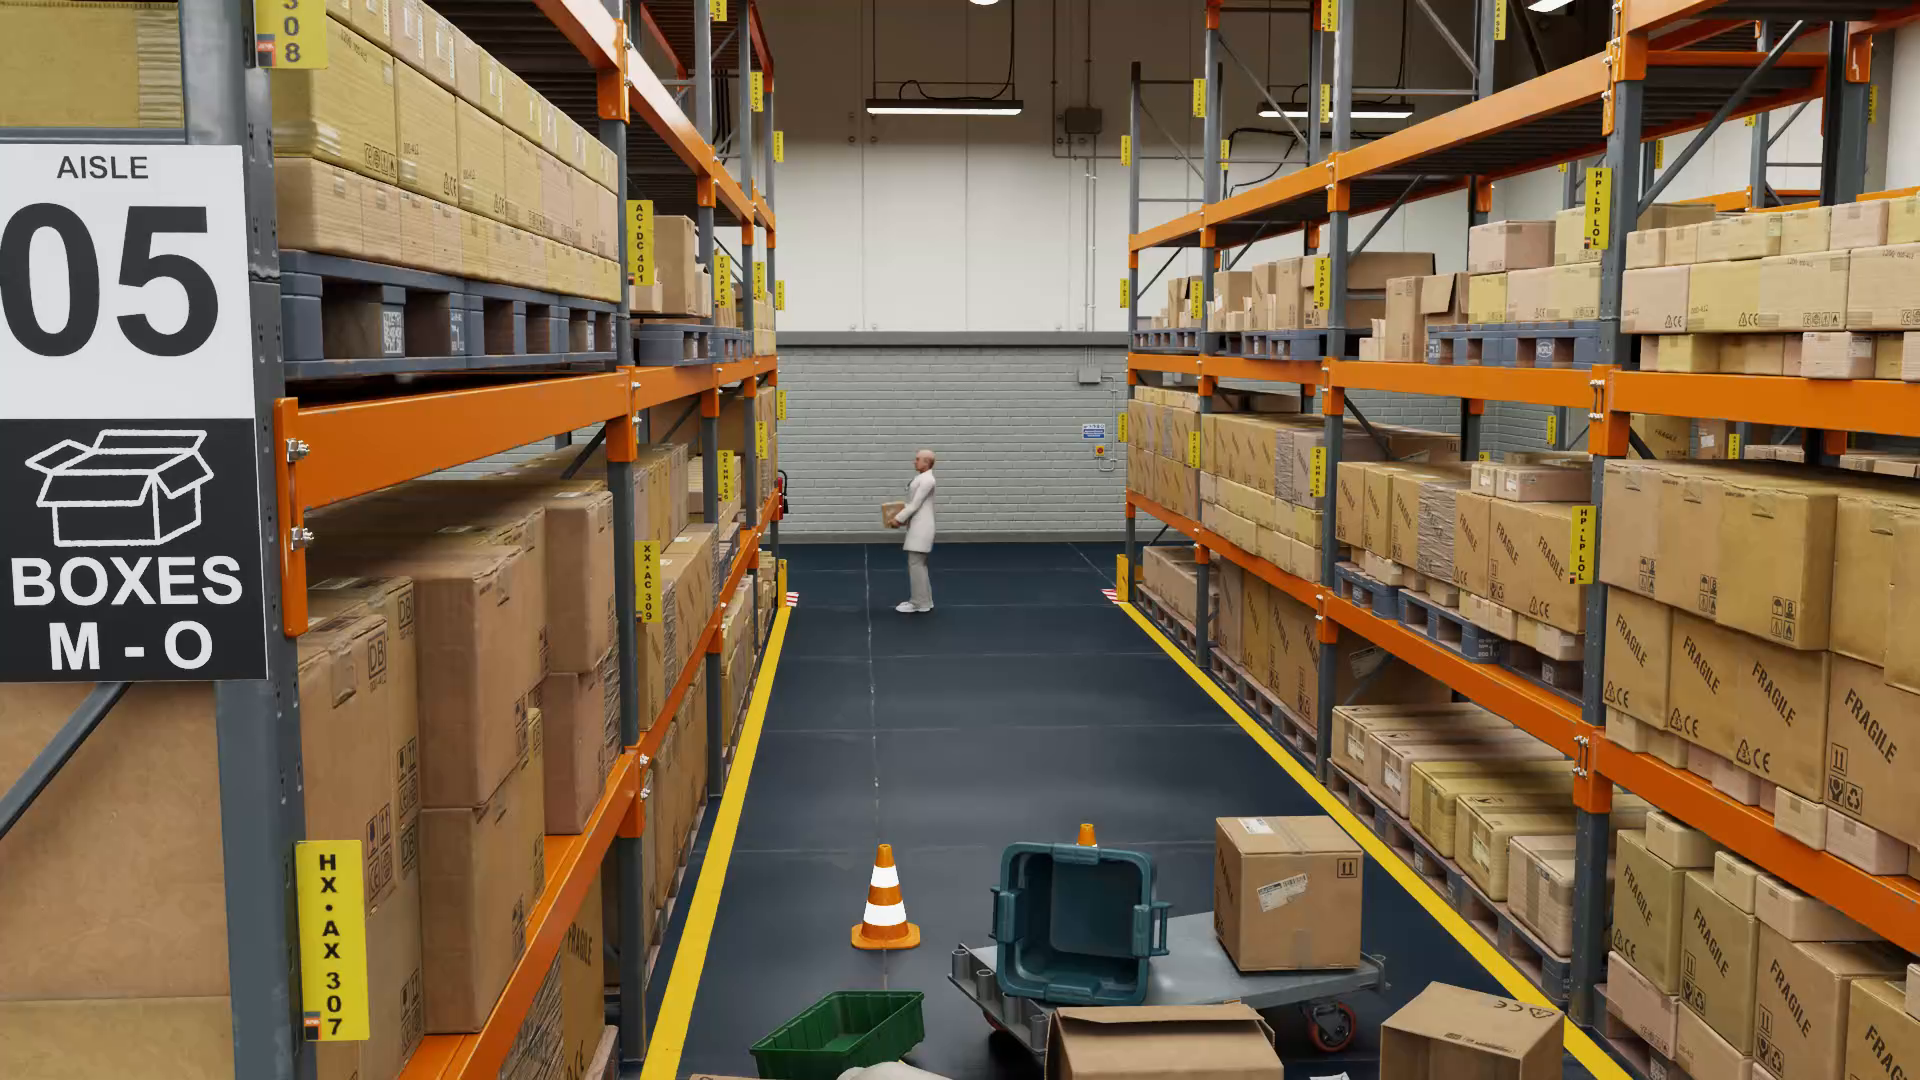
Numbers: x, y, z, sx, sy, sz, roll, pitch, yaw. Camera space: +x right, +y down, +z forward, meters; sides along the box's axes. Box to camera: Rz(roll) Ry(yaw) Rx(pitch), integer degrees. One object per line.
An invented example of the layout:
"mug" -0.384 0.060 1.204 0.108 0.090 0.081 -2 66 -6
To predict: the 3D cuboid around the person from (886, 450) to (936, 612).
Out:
"person" -5.867 0.668 11.643 11.876 1.775 13.168 0 7 -3
